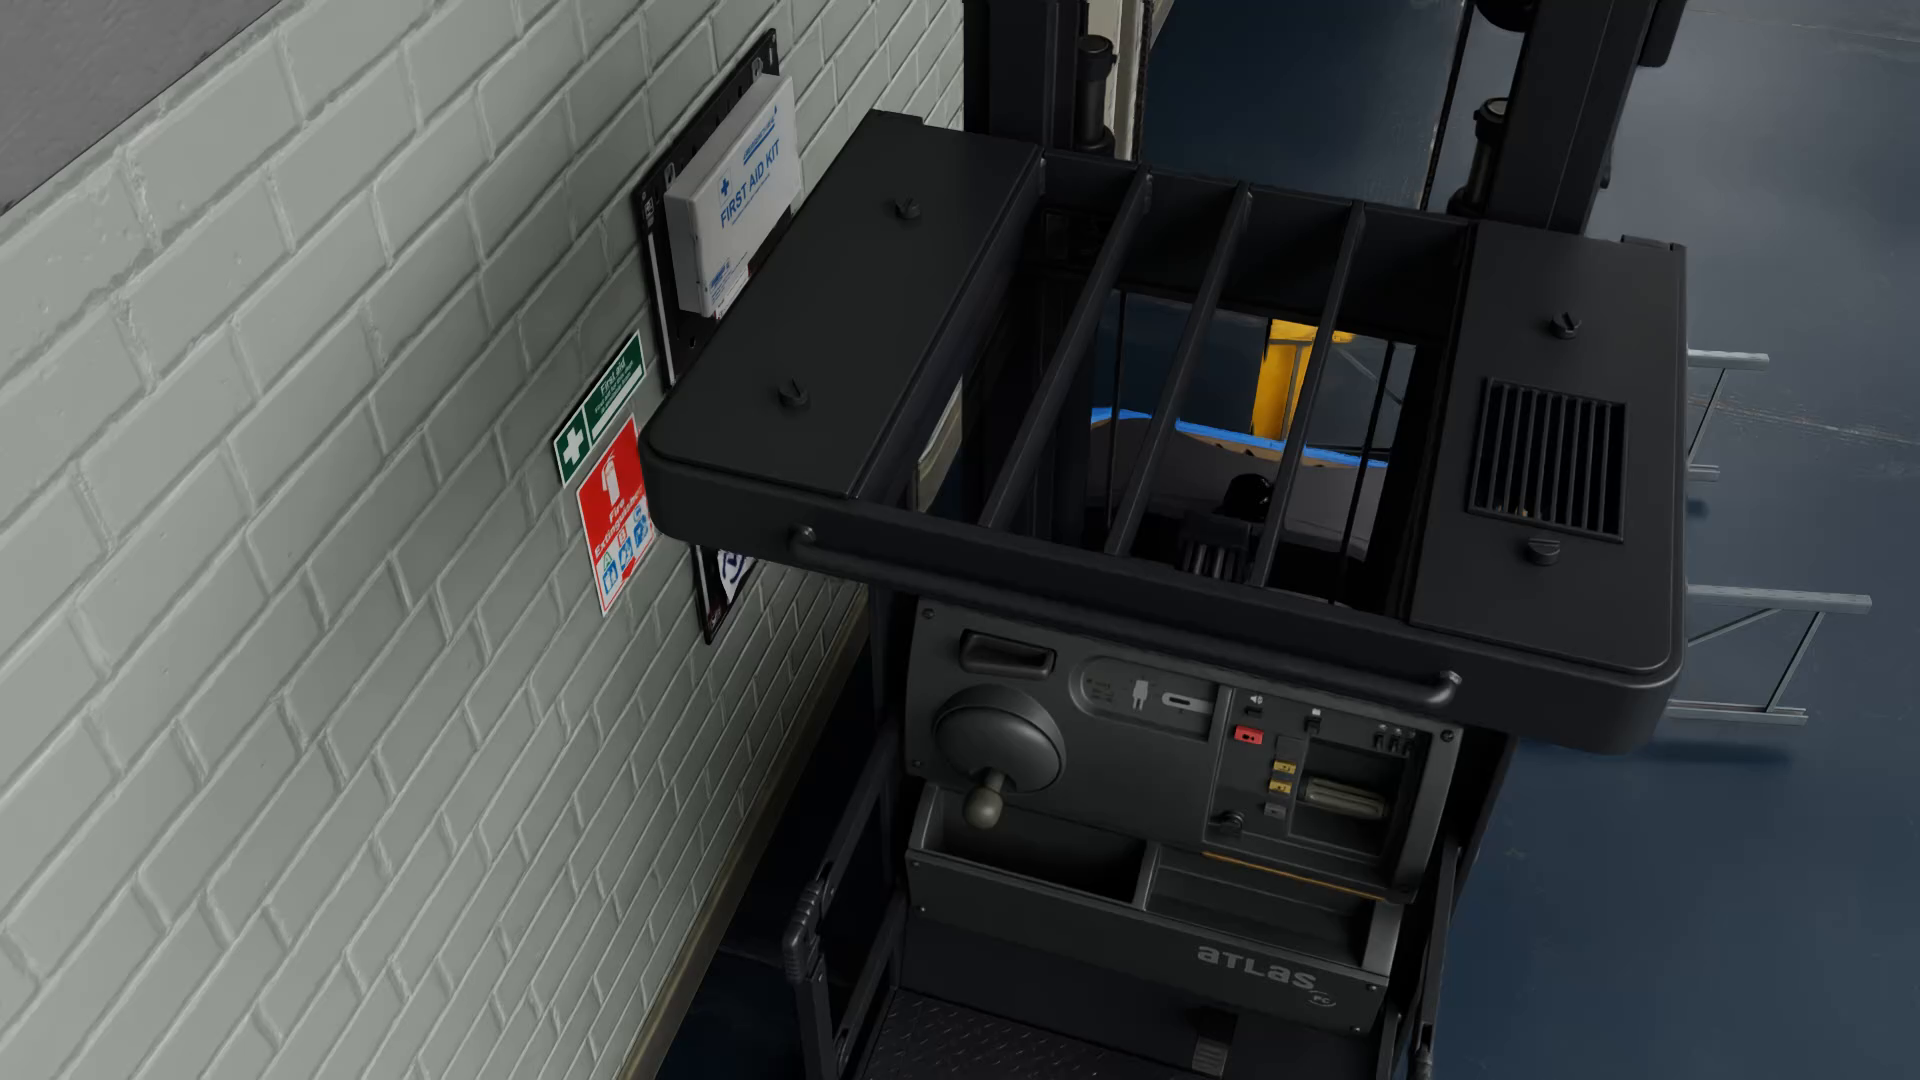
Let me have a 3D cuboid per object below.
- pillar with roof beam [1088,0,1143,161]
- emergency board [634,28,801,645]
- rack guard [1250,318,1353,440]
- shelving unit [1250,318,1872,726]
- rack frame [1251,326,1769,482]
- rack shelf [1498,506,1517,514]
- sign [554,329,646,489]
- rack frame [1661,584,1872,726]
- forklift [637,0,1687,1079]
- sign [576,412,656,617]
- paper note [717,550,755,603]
[{"bbox_3d":[4.511,-3.251,2.138,9.100,9.000,0.400,13,46,13],"label":"pillar with roof beam"},{"bbox_3d":[-0.377,-0.379,3.493,0.194,1.169,0.643,13,46,13],"label":"emergency board"},{"bbox_3d":[1.073,-0.462,5.280,0.250,0.587,0.087,4,44,3],"label":"rack guard"},{"bbox_3d":[1.653,-0.076,4.890,1.500,0.587,1.083,4,44,3],"label":"shelving unit"},{"bbox_3d":[1.695,-0.424,5.245,1.500,0.500,0.032,4,44,3],"label":"rack frame"},{"bbox_3d":[1.473,-0.081,4.894,0.185,0.538,1.000,4,44,3],"label":"rack shelf"},{"bbox_3d":[-0.633,-0.236,2.942,0.001,0.109,0.331,13,46,13],"label":"sign"},{"bbox_3d":[1.609,0.285,4.521,1.500,0.500,0.032,4,44,3],"label":"rack frame"},{"bbox_3d":[0.295,0.455,2.689,1.130,2.935,3.031,13,46,13],"label":"forklift"},{"bbox_3d":[-0.643,-0.045,3.126,0.001,0.329,0.234,13,46,13],"label":"sign"},{"bbox_3d":[-0.496,0.039,3.695,0.016,0.148,0.142,13,46,13],"label":"paper note"}]
